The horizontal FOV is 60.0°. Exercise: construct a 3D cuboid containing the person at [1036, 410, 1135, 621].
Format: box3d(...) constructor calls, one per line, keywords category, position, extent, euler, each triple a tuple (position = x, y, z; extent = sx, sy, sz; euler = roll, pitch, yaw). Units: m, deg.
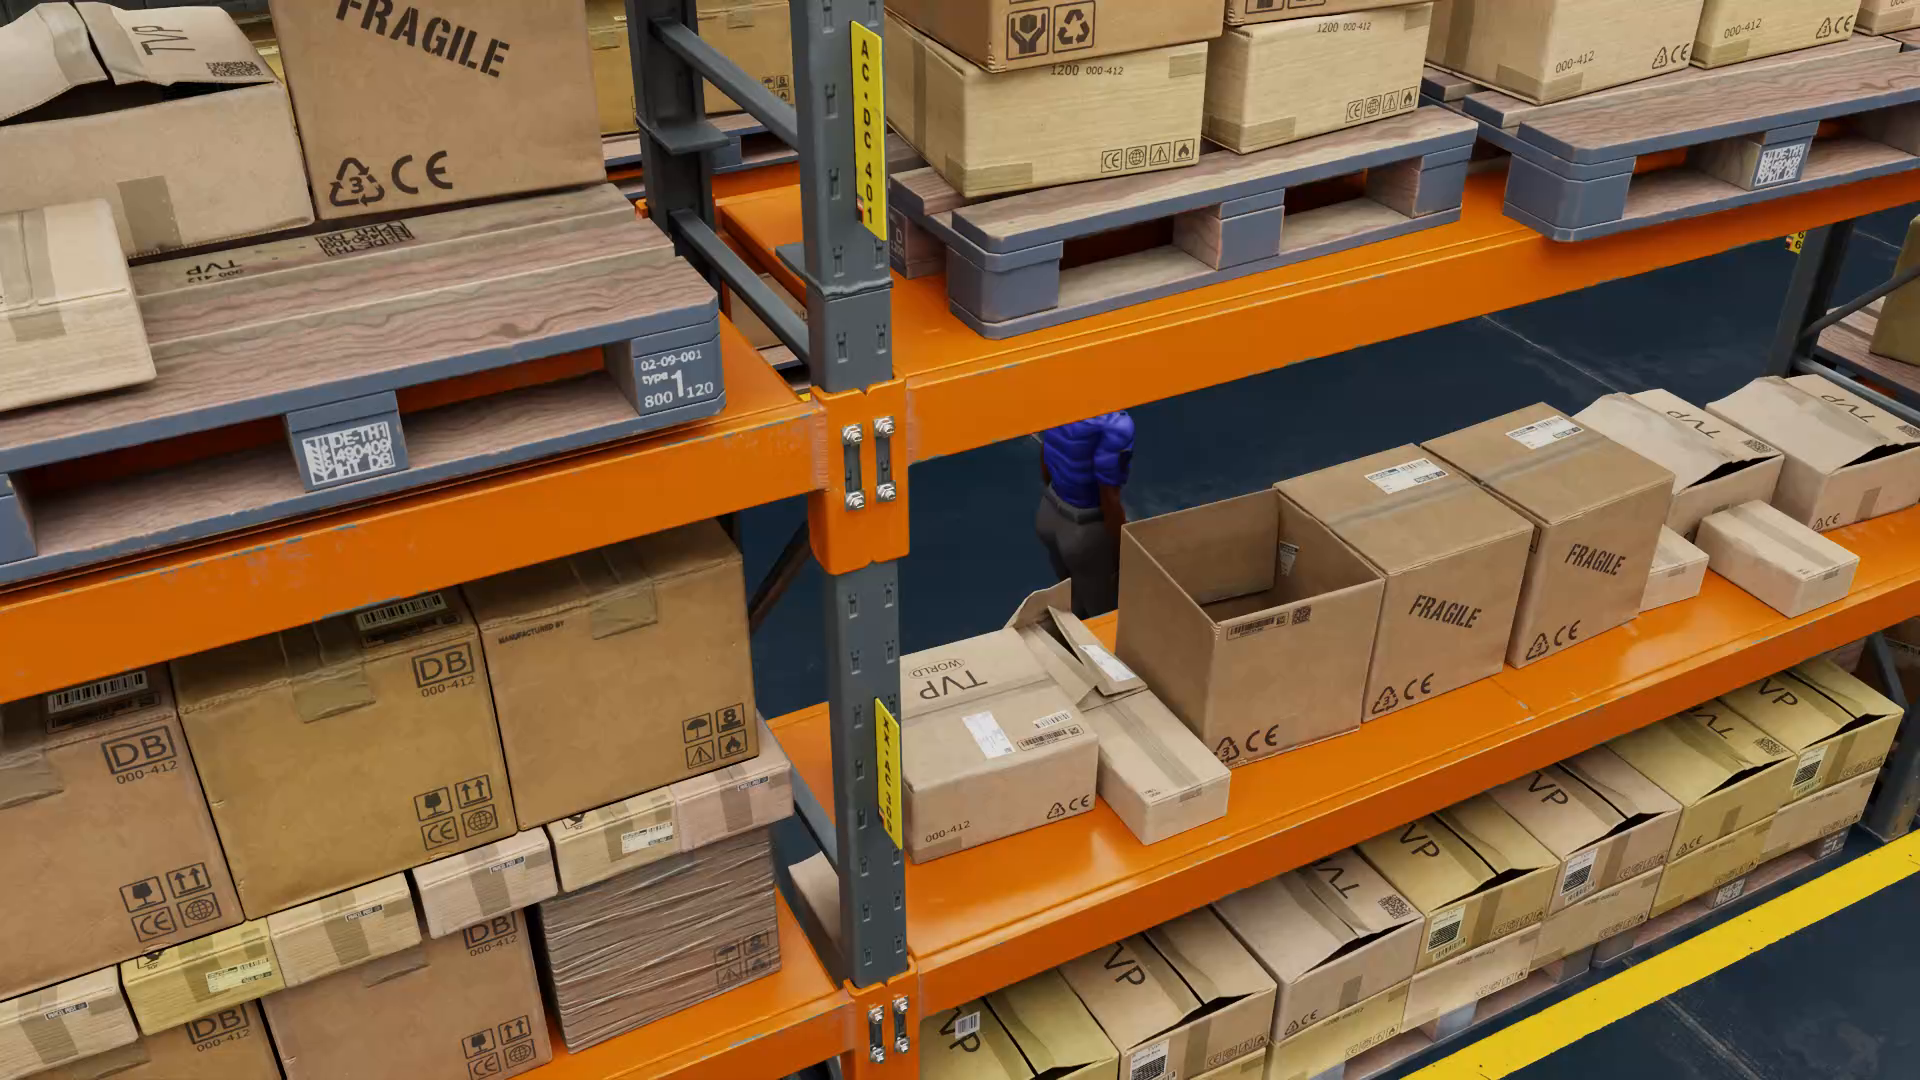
box3d(category="person", position=(0.508, -0.048, 6.220), extent=(0.402, 1.653, 0.514), euler=(-17, 37, -24))
